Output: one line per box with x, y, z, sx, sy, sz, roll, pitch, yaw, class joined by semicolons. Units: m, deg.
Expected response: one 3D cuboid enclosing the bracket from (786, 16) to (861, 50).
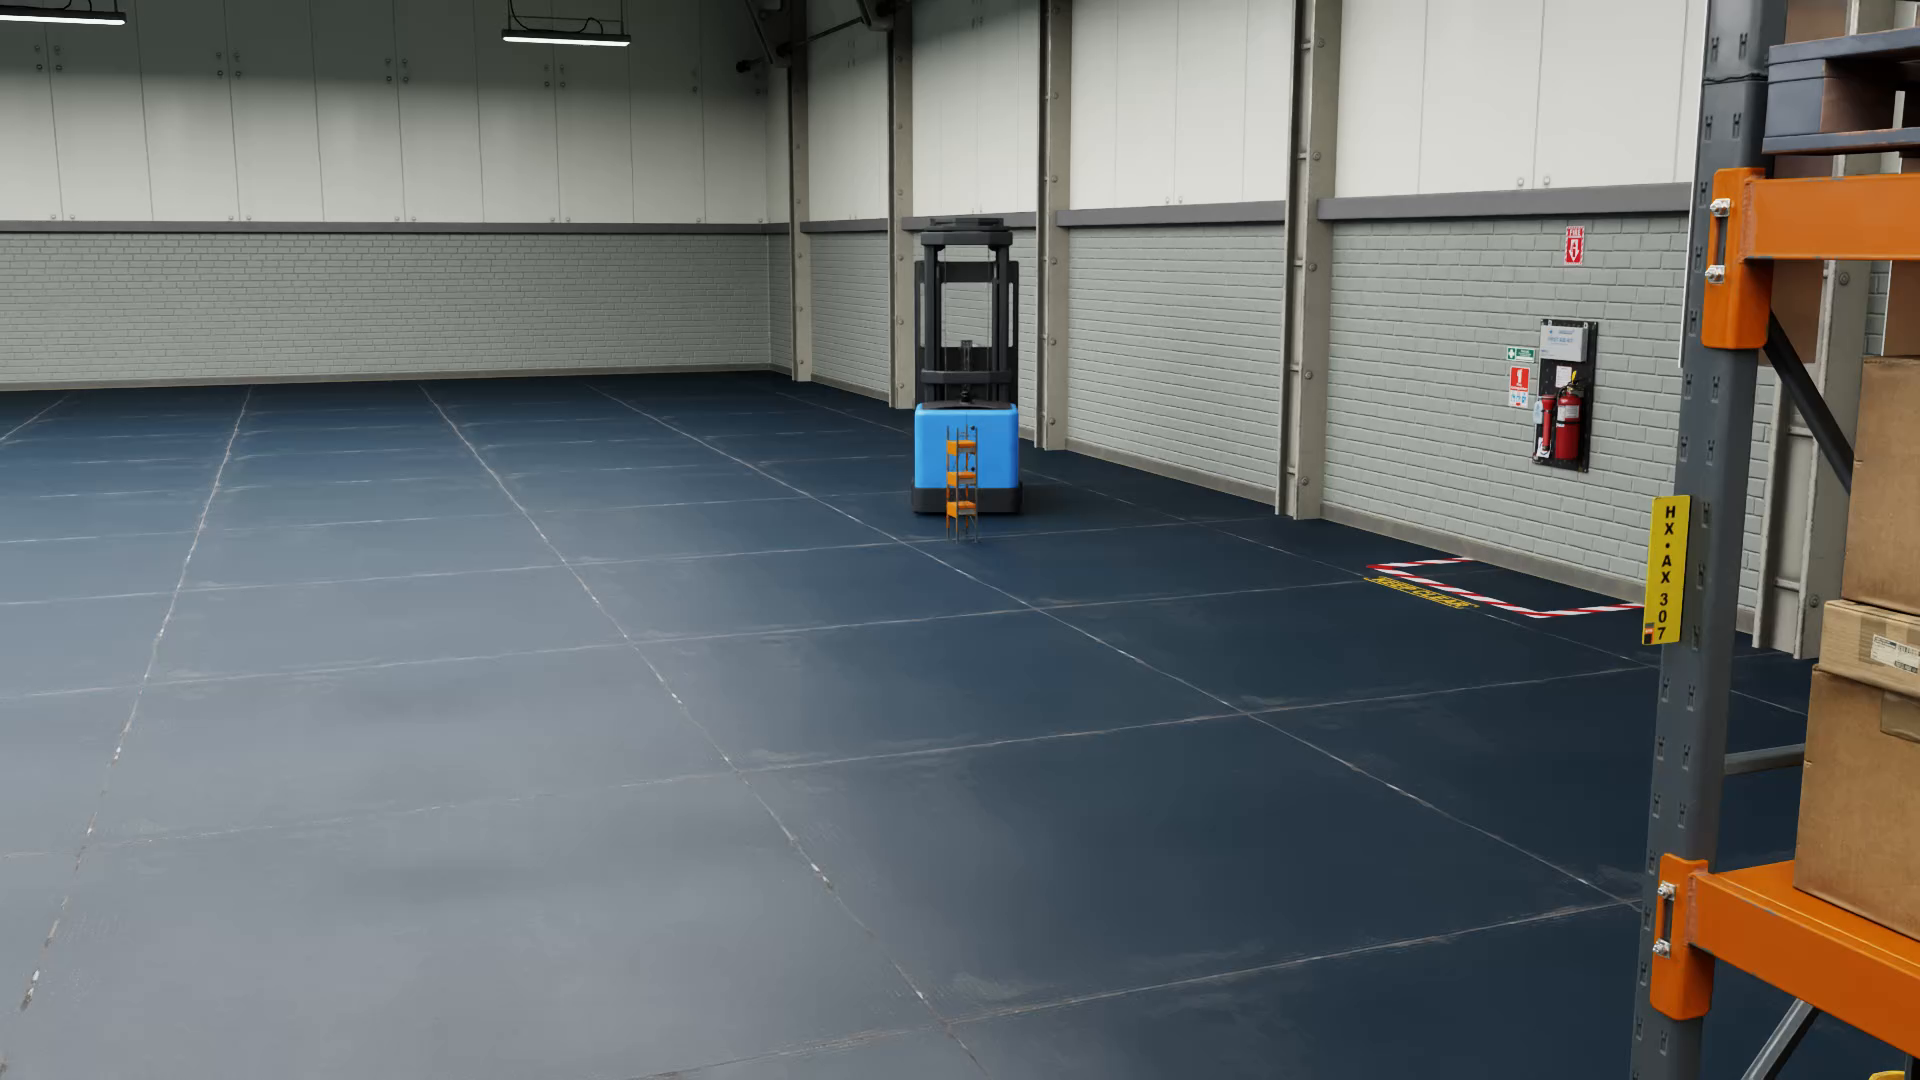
-2.388;-8.871;29.145;0.076;0.066;4.783;-4;11;-21;bracket

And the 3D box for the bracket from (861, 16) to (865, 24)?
-1.448;-8.447;26.765;0.235;0.232;0.430;-4;11;-21;bracket

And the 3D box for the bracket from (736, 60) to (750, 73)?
-4.481;-9.813;34.446;0.235;0.232;0.430;-4;11;-21;bracket

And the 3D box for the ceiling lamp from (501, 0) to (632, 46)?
-6.364;-9.537;26.505;2.000;3.185;0.800;-4;11;-21;ceiling lamp

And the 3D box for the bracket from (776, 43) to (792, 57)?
-3.321;-9.291;31.509;0.235;0.232;0.430;-4;11;-21;bracket

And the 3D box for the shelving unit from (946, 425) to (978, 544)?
0.019;-0.508;15.109;0.215;1.050;0.252;-4;11;-21;shelving unit

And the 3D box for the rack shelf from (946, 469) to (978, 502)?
0.019;-0.498;15.111;0.215;0.259;0.240;-4;11;-21;rack shelf

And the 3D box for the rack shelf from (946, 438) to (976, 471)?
0.019;-0.777;15.061;0.215;0.259;0.240;-4;11;-21;rack shelf

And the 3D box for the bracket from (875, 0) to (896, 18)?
-1.147;-8.312;26.004;0.235;0.232;0.430;-4;11;-21;bracket

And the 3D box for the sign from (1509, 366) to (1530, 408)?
4.592;-1.258;13.657;0.001;0.329;0.234;-4;11;-21;sign

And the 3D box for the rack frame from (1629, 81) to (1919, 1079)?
2.055;0.497;3.892;1.000;3.000;0.127;-4;11;-21;rack frame

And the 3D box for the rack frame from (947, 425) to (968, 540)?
-0.025;-0.528;15.221;0.200;1.050;0.008;-4;11;-21;rack frame

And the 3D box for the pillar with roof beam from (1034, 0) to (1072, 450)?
-2.805;-5.377;19.785;9.100;9.000;0.400;-4;11;-21;pillar with roof beam

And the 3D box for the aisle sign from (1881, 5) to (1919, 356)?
2.305;-0.812;3.829;0.394;0.787;0.004;-4;11;-21;aisle sign

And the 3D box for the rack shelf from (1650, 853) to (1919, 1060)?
2.780;1.178;2.119;1.077;0.370;4.000;-4;11;-21;rack shelf

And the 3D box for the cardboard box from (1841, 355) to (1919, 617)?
2.231;-0.105;3.288;0.700;0.500;0.500;-4;11;-21;cardboard box

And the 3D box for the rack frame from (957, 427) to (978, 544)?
0.064;-0.488;14.997;0.200;1.050;0.008;-4;11;-21;rack frame

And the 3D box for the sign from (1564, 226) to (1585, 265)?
4.786;-2.293;12.956;0.001;0.298;0.199;-4;11;-21;sign

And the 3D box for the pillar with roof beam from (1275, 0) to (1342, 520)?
-0.630;-4.398;14.279;9.100;9.000;0.400;-4;11;-21;pillar with roof beam

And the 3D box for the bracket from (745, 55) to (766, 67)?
-4.267;-9.717;33.904;0.076;0.066;3.189;-4;11;-21;bracket

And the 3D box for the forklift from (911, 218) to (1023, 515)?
0.068;-1.909;17.615;1.130;2.935;3.031;0;10;0;forklift

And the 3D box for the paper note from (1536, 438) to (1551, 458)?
4.697;-0.743;13.380;0.016;0.148;0.142;-4;11;-21;paper note

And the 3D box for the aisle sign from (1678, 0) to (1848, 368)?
1.746;-0.774;3.615;0.394;0.787;0.004;-4;11;-21;aisle sign

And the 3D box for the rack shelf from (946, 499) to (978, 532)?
0.019;-0.224;15.159;0.215;0.259;0.240;-4;11;-21;rack shelf

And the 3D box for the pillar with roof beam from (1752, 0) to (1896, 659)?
1.544;-3.419;8.773;9.100;9.000;0.400;-4;11;-21;pillar with roof beam

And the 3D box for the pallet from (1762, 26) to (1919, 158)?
2.287;-0.819;2.978;1.003;0.211;1.213;-4;11;-21;pallet

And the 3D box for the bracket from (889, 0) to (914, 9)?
-0.213;-7.891;23.639;0.076;0.066;4.783;-4;11;-21;bracket

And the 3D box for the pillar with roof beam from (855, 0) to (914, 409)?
-4.979;-6.357;25.290;9.100;9.000;0.548;-4;11;-21;pillar with roof beam

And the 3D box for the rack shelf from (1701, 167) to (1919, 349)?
2.780;-0.299;1.857;1.077;0.370;4.000;-4;11;-21;rack shelf

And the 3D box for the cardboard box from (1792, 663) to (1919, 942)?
2.212;0.525;3.450;0.700;0.500;0.500;-4;11;-21;cardboard box

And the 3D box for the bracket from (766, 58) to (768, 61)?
-3.622;-9.427;32.271;0.235;0.232;0.430;-4;11;-21;bracket

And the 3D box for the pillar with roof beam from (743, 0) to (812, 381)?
-7.153;-7.336;30.796;9.100;9.000;0.548;-4;11;-21;pillar with roof beam

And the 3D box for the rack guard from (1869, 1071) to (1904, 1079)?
2.046;1.724;4.132;1.175;0.500;0.348;-4;11;-21;rack guard

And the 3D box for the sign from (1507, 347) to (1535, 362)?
4.585;-1.518;13.603;0.001;0.109;0.331;-4;11;-21;sign

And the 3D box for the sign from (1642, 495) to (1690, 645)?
1.536;0.066;3.616;0.100;0.325;0.005;-4;11;-21;sign

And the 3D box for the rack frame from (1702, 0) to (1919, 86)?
2.055;-2.457;3.366;1.000;3.000;0.127;-4;11;-21;rack frame

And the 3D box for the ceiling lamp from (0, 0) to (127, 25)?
-13.205;-9.072;23.887;2.000;3.185;0.800;-4;11;-21;ceiling lamp

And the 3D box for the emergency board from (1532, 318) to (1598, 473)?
4.696;-1.144;13.116;0.194;1.169;0.643;-4;11;-21;emergency board

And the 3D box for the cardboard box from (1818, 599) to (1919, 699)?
1.996;0.206;3.389;0.380;0.149;0.250;-4;11;-21;cardboard box
